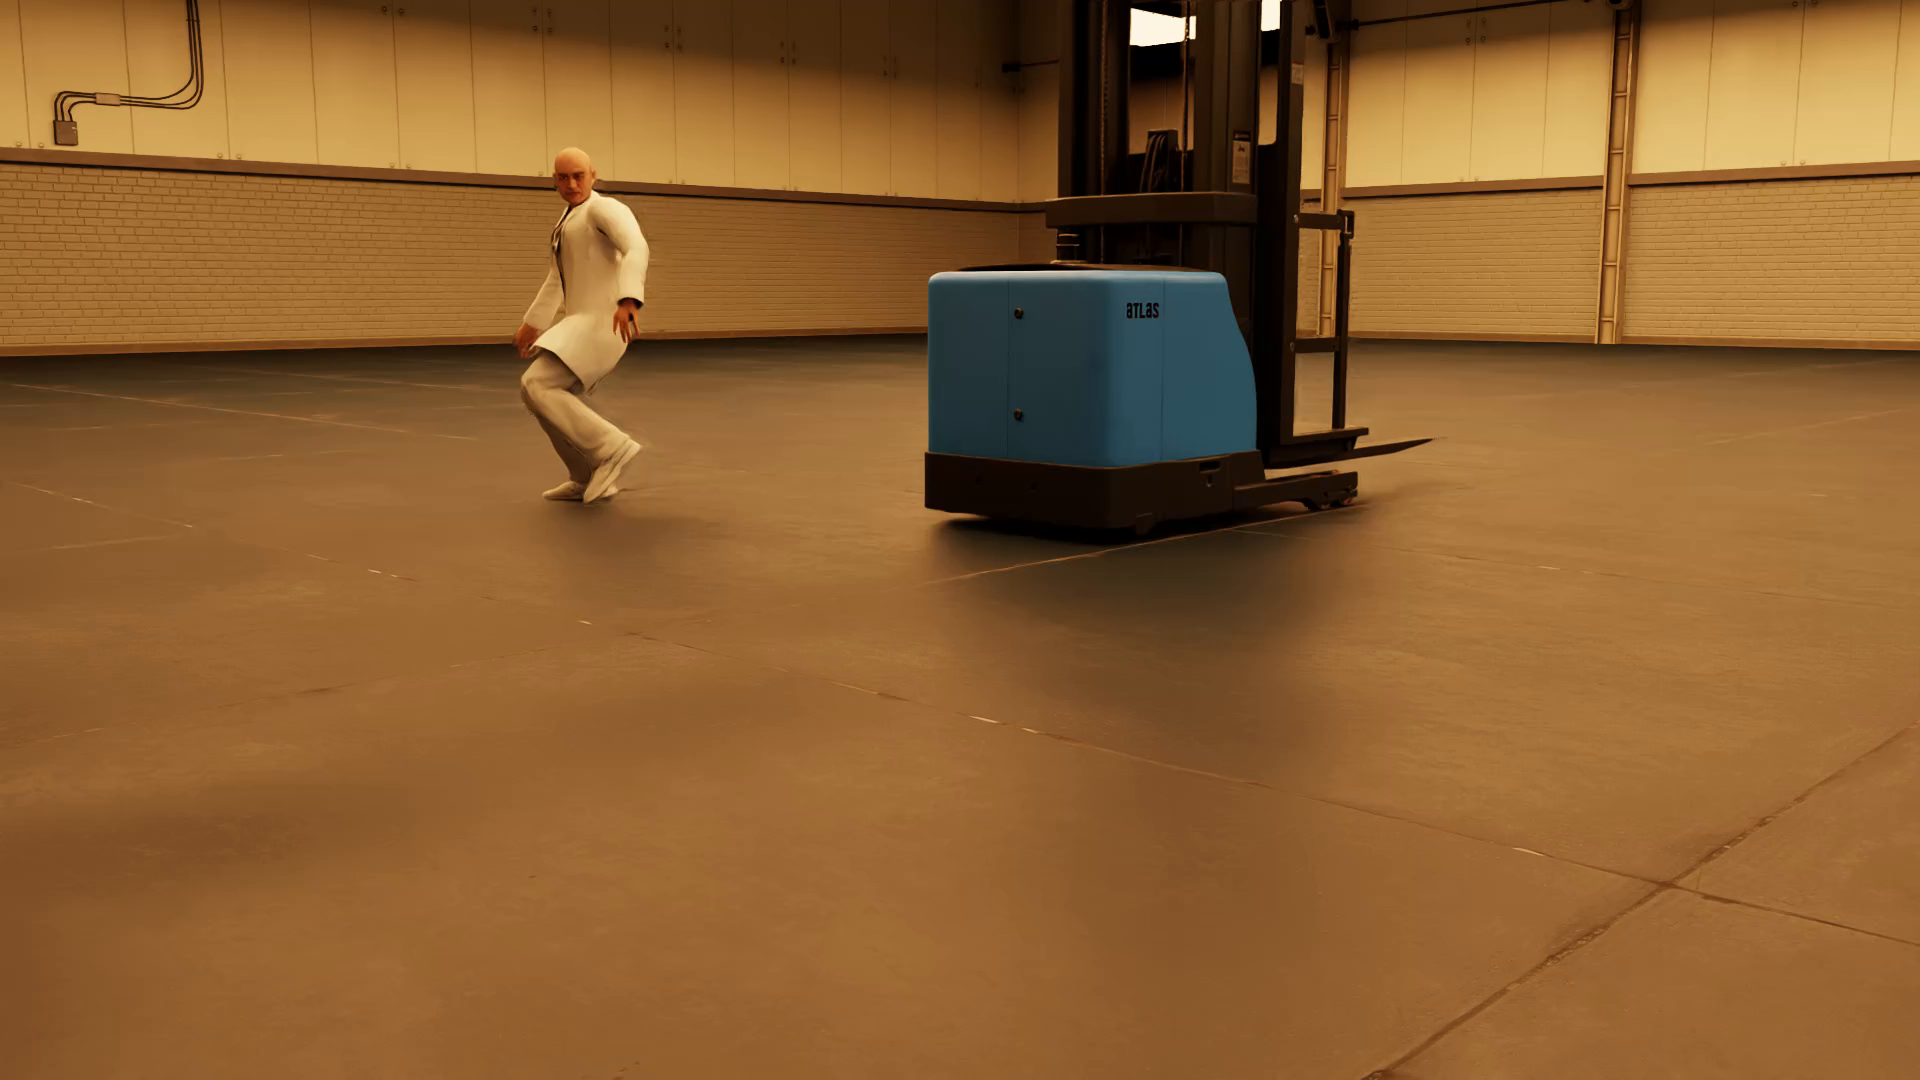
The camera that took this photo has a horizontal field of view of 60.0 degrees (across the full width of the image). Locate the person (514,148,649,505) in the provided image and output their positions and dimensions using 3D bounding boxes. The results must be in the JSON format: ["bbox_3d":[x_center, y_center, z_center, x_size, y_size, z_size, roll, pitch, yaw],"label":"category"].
[{"bbox_3d":[-1.765,-0.977,7.744,0.593,1.669,0.922,-2,9,-16],"label":"person"}]

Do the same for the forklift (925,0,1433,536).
[{"bbox_3d":[1.220,-1.633,7.718,1.130,2.935,3.031,8,12,42],"label":"forklift"}]
